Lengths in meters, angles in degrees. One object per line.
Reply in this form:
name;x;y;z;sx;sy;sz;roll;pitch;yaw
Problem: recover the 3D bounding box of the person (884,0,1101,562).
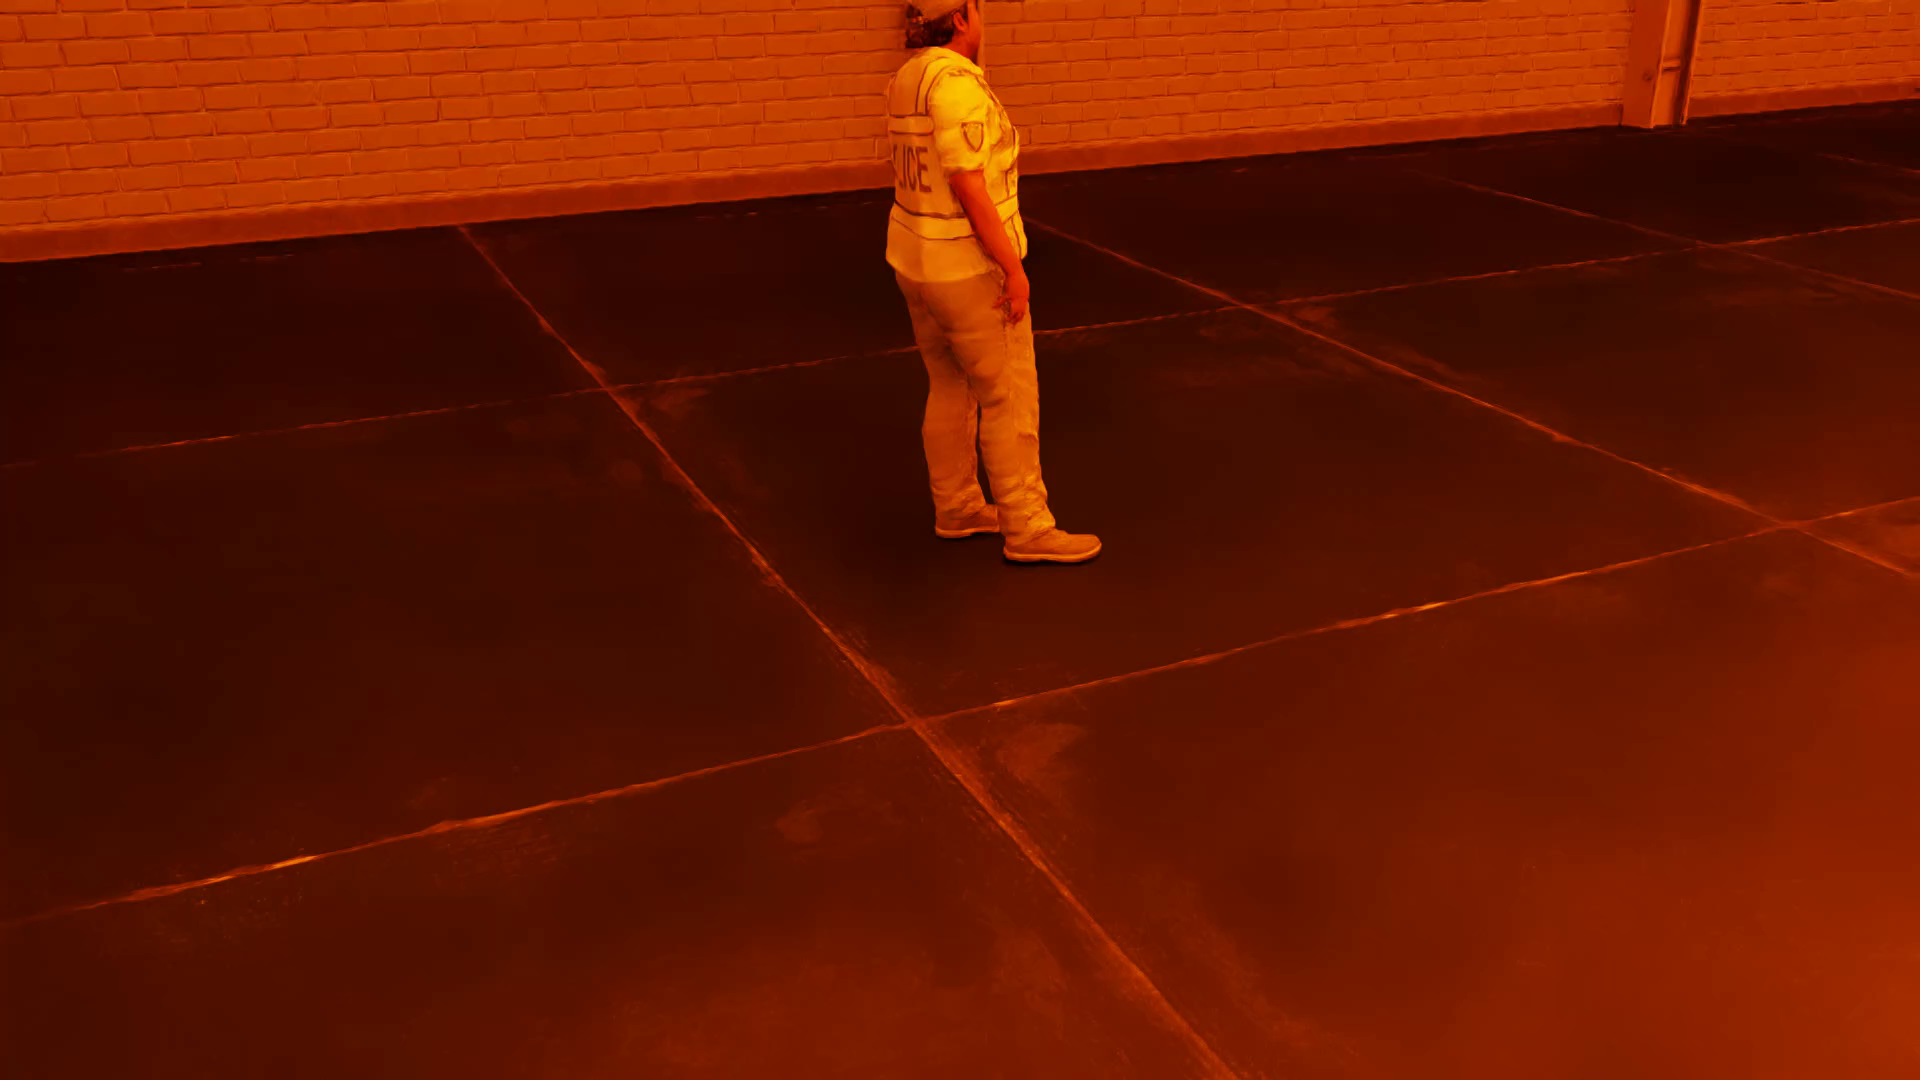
person;0.079;-0.781;4.795;0.529;1.669;0.598;-10;25;-23
